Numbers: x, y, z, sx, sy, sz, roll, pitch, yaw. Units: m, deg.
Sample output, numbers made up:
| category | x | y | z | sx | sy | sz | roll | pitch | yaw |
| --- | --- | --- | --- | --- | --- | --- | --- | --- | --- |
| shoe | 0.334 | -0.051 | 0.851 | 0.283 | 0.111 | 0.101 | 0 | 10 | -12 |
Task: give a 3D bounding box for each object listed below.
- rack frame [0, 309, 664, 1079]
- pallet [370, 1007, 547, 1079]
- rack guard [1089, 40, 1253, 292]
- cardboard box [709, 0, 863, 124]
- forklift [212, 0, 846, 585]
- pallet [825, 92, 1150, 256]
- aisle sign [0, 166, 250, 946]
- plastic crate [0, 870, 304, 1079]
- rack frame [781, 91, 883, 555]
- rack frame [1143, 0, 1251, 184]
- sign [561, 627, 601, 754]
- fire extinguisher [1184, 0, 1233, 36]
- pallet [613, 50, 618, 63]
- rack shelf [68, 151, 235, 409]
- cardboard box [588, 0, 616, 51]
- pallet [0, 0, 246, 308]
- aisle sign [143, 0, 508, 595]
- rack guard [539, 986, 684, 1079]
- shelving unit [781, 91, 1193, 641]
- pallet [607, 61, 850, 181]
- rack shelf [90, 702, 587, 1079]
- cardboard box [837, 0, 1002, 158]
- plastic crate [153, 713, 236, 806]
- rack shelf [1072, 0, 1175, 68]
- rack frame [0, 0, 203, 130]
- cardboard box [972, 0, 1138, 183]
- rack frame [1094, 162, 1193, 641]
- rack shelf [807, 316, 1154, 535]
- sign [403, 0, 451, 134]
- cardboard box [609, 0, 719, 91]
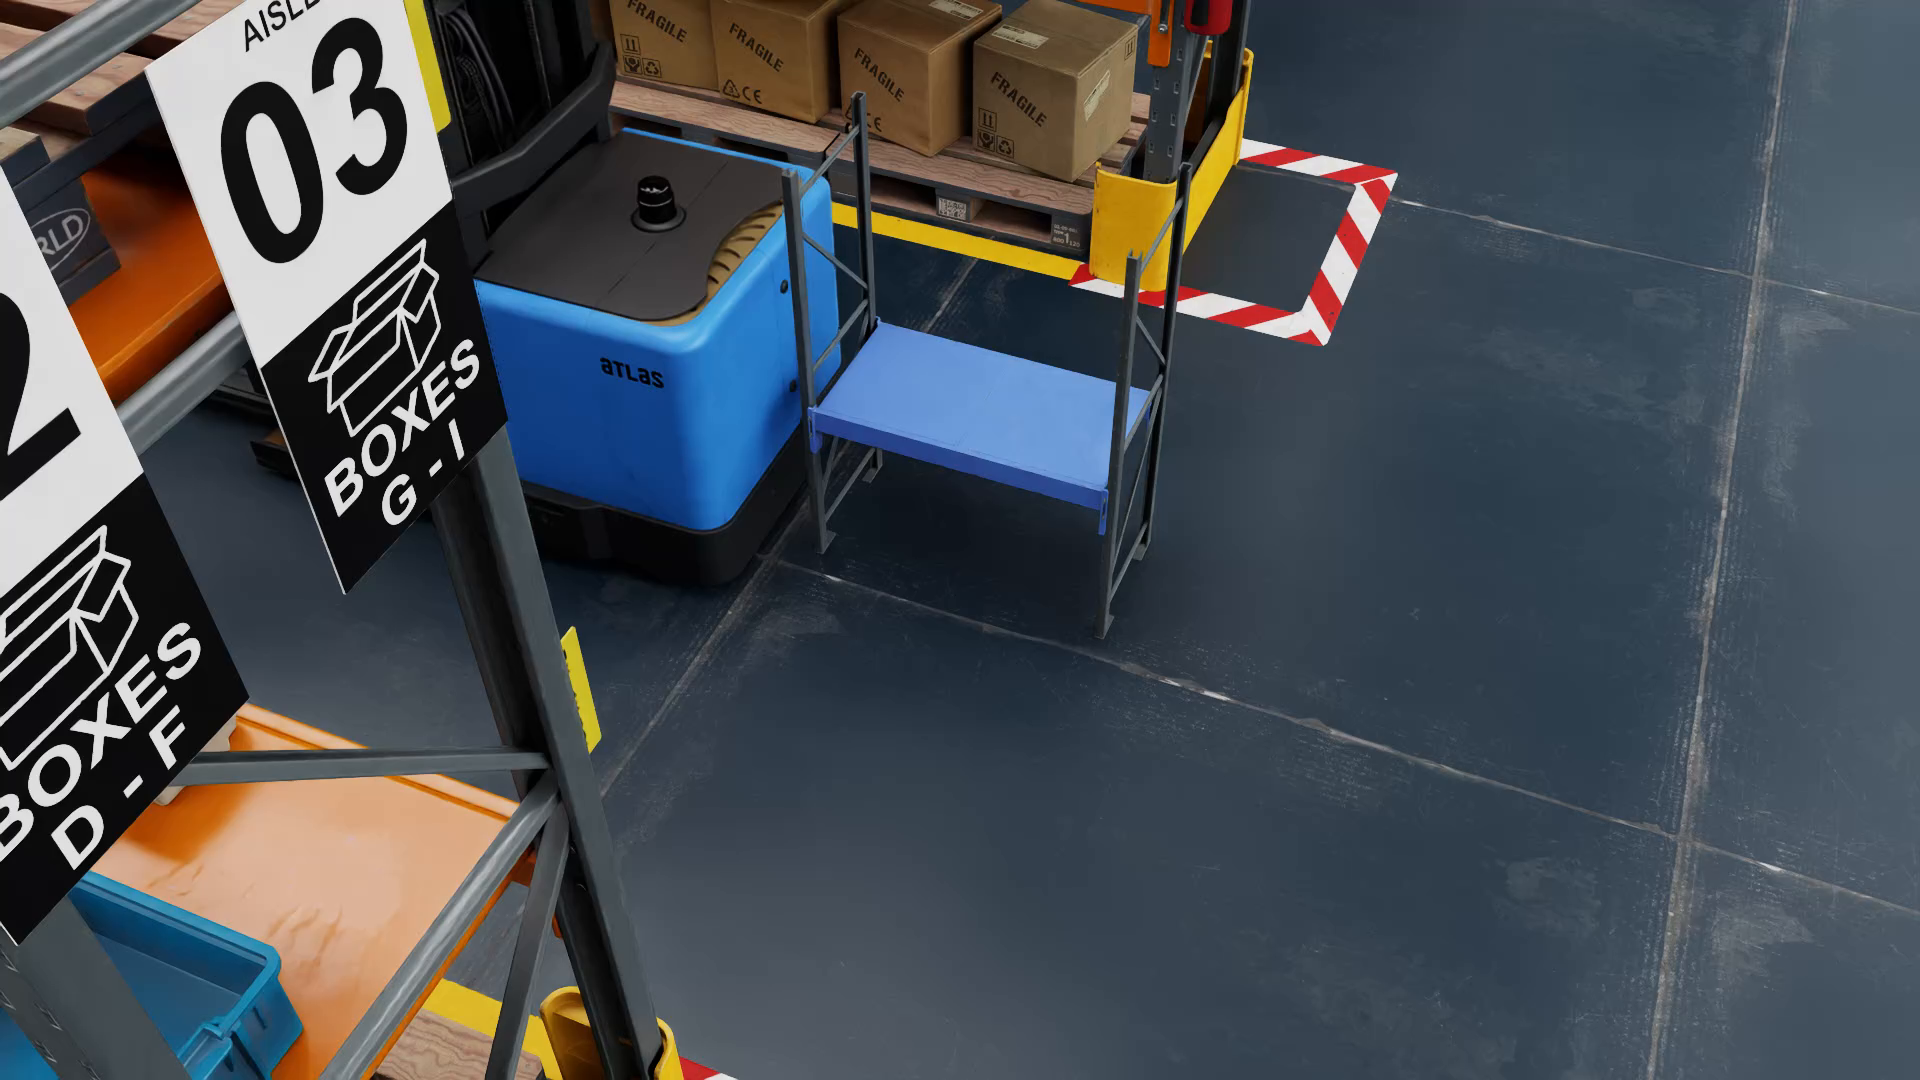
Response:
| category | x | y | z | sx | sy | sz | roll | pitch | yaw |
| --- | --- | --- | --- | --- | --- | --- | --- | --- | --- |
| rack frame | -0.941 | 0.760 | 2.860 | 0.127 | 3.000 | 1.000 | 16 | 47 | 16 |
| pallet | -1.777 | 1.534 | 4.059 | 1.213 | 0.211 | 1.003 | 16 | 47 | 16 |
| rack guard | 0.895 | -1.599 | 7.003 | 0.348 | 0.500 | 1.175 | 16 | 47 | 16 |
| cardboard box | -0.740 | -2.230 | 7.339 | 0.500 | 0.500 | 0.500 | 21 | 48 | 19 |
| forklift | -1.979 | -1.554 | 5.234 | 3.031 | 2.935 | 1.130 | 16 | 47 | 15 |
| pallet | 0.159 | -1.740 | 7.350 | 1.213 | 0.211 | 1.003 | 16 | 47 | 16 |
| aisle sign | -0.989 | 0.051 | 1.729 | 0.004 | 0.787 | 0.394 | 16 | 47 | 16 |
| plastic crate | -1.518 | 0.871 | 2.853 | 0.616 | 0.251 | 0.499 | 16 | 47 | 16 |
| rack frame | -0.390 | -0.647 | 5.336 | 0.032 | 1.500 | 0.500 | 16 | 47 | 16 |
| rack frame | 0.966 | -2.465 | 6.100 | 0.127 | 3.000 | 1.000 | 16 | 47 | 16 |
| sign | -0.725 | 0.304 | 3.121 | 0.005 | 0.325 | 0.100 | 16 | 47 | 16 |
| fire extinguisher | 0.894 | -2.106 | 5.795 | 0.183 | 0.674 | 0.296 | 16 | 47 | 16 |
| pallet | -2.093 | -2.403 | 8.015 | 1.213 | 0.211 | 1.003 | 16 | 47 | 16 |
| rack shelf | -2.787 | -0.592 | 2.602 | 4.000 | 0.370 | 1.077 | 16 | 47 | 16 |
| cardboard box | -1.841 | -2.528 | 7.639 | 0.500 | 0.500 | 0.500 | 32 | 53 | 28 |
| pallet | -1.667 | -0.525 | 2.158 | 1.213 | 0.211 | 1.003 | 16 | 47 | 16 |
| aisle sign | -0.762 | -0.333 | 2.115 | 0.004 | 0.787 | 0.394 | 16 | 47 | 16 |
| rack guard | -1.030 | 1.656 | 3.732 | 0.348 | 0.500 | 1.175 | 16 | 47 | 16 |
| shelving unit | 0.079 | -0.509 | 5.198 | 1.048 | 1.500 | 0.538 | 16 | 47 | 16 |
| pallet | -0.963 | -2.073 | 7.684 | 1.213 | 0.211 | 1.003 | 16 | 47 | 16 |
| rack shelf | -2.787 | 0.471 | 3.660 | 4.000 | 0.370 | 1.077 | 16 | 47 | 16 |
| cardboard box | -0.169 | -2.048 | 7.156 | 0.500 | 0.500 | 0.500 | 29 | 52 | 26 |
| plastic crate | -1.643 | 0.401 | 3.408 | 0.250 | 0.136 | 0.298 | 16 | 47 | 16 |
| rack shelf | -0.880 | -2.753 | 6.900 | 4.000 | 0.370 | 1.077 | 16 | 47 | 16 |
| rack frame | -0.941 | -1.367 | 0.744 | 0.127 | 3.000 | 1.000 | 16 | 47 | 16 |
| cardboard box | 0.396 | -1.908 | 7.015 | 0.500 | 0.500 | 0.500 | 25 | 50 | 23 |
| rack frame | 0.548 | -0.370 | 5.059 | 0.032 | 1.500 | 0.500 | 16 | 47 | 16 |
| rack shelf | 0.079 | -0.381 | 5.325 | 1.000 | 0.185 | 0.538 | 16 | 47 | 16 |
| sign | -0.725 | -0.664 | 2.158 | 0.005 | 0.325 | 0.100 | 16 | 47 | 16 |
| cardboard box | -1.238 | -2.411 | 7.521 | 0.500 | 0.500 | 0.500 | 13 | 46 | 12 |
